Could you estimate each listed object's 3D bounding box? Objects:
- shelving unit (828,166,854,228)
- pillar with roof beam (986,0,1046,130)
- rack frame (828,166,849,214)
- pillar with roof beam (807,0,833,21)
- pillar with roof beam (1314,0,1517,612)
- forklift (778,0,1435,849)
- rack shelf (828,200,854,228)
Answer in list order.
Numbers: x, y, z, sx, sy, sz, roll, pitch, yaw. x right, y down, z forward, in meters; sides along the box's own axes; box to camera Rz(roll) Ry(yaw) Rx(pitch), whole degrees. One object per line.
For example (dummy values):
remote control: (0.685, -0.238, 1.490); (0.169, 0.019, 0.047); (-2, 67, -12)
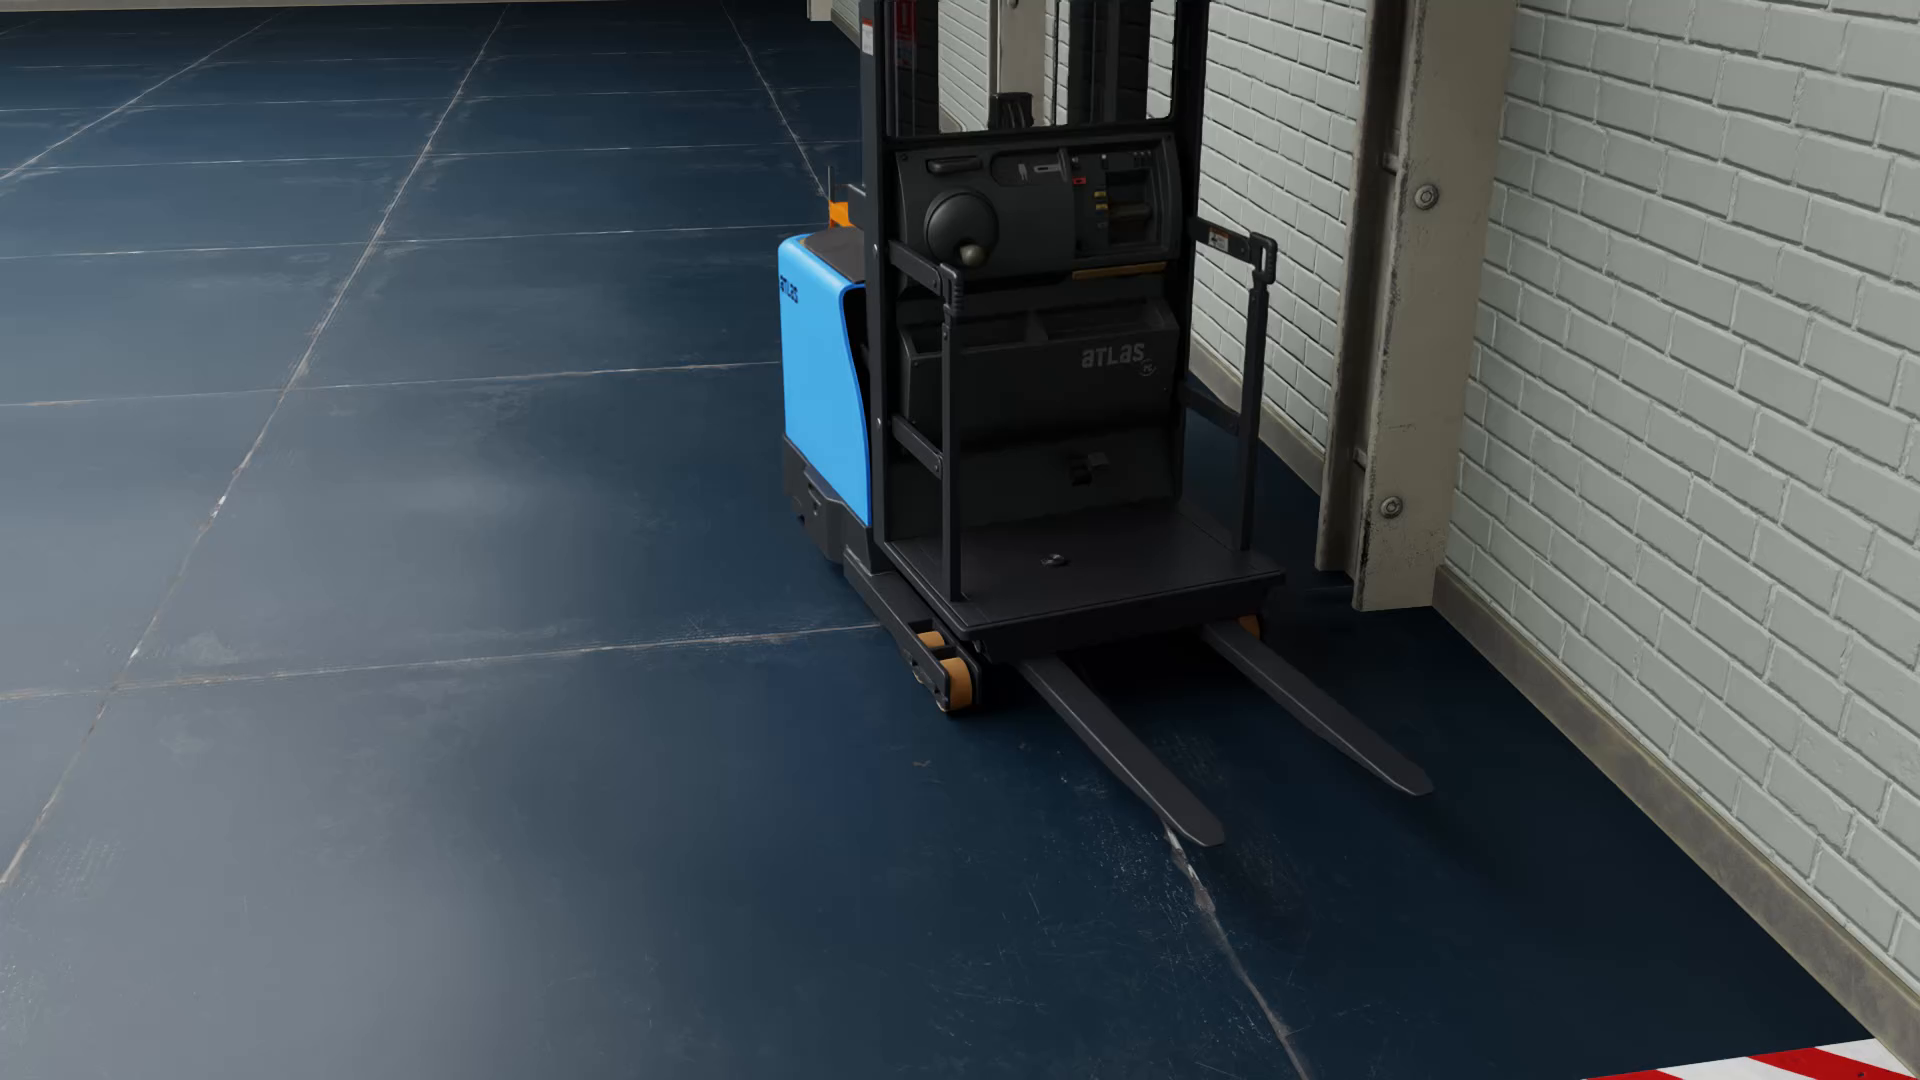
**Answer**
shelving unit: (-0.323, -0.881, 6.769); (0.258, 1.200, 0.503); (-10, 25, -21)
pillar with roof beam: (-3.866, -6.009, 8.766); (9.100, 9.000, 0.400); (-4, 24, -10)
rack frame: (-0.418, -0.971, 6.974); (0.240, 1.200, 0.015); (-10, 25, -21)
pillar with roof beam: (-6.085, -10.729, 19.573); (9.100, 9.000, 0.400); (-4, 24, -10)
pillar with roof beam: (-2.757, -3.649, 3.362); (9.100, 9.000, 0.400); (-4, 24, -10)
forklift: (0.334, -1.012, 4.904); (1.130, 2.935, 3.031); (-9, 25, -20)
rack shelf: (-0.323, -1.241, 6.611); (0.258, 0.148, 0.480); (-10, 25, -21)
